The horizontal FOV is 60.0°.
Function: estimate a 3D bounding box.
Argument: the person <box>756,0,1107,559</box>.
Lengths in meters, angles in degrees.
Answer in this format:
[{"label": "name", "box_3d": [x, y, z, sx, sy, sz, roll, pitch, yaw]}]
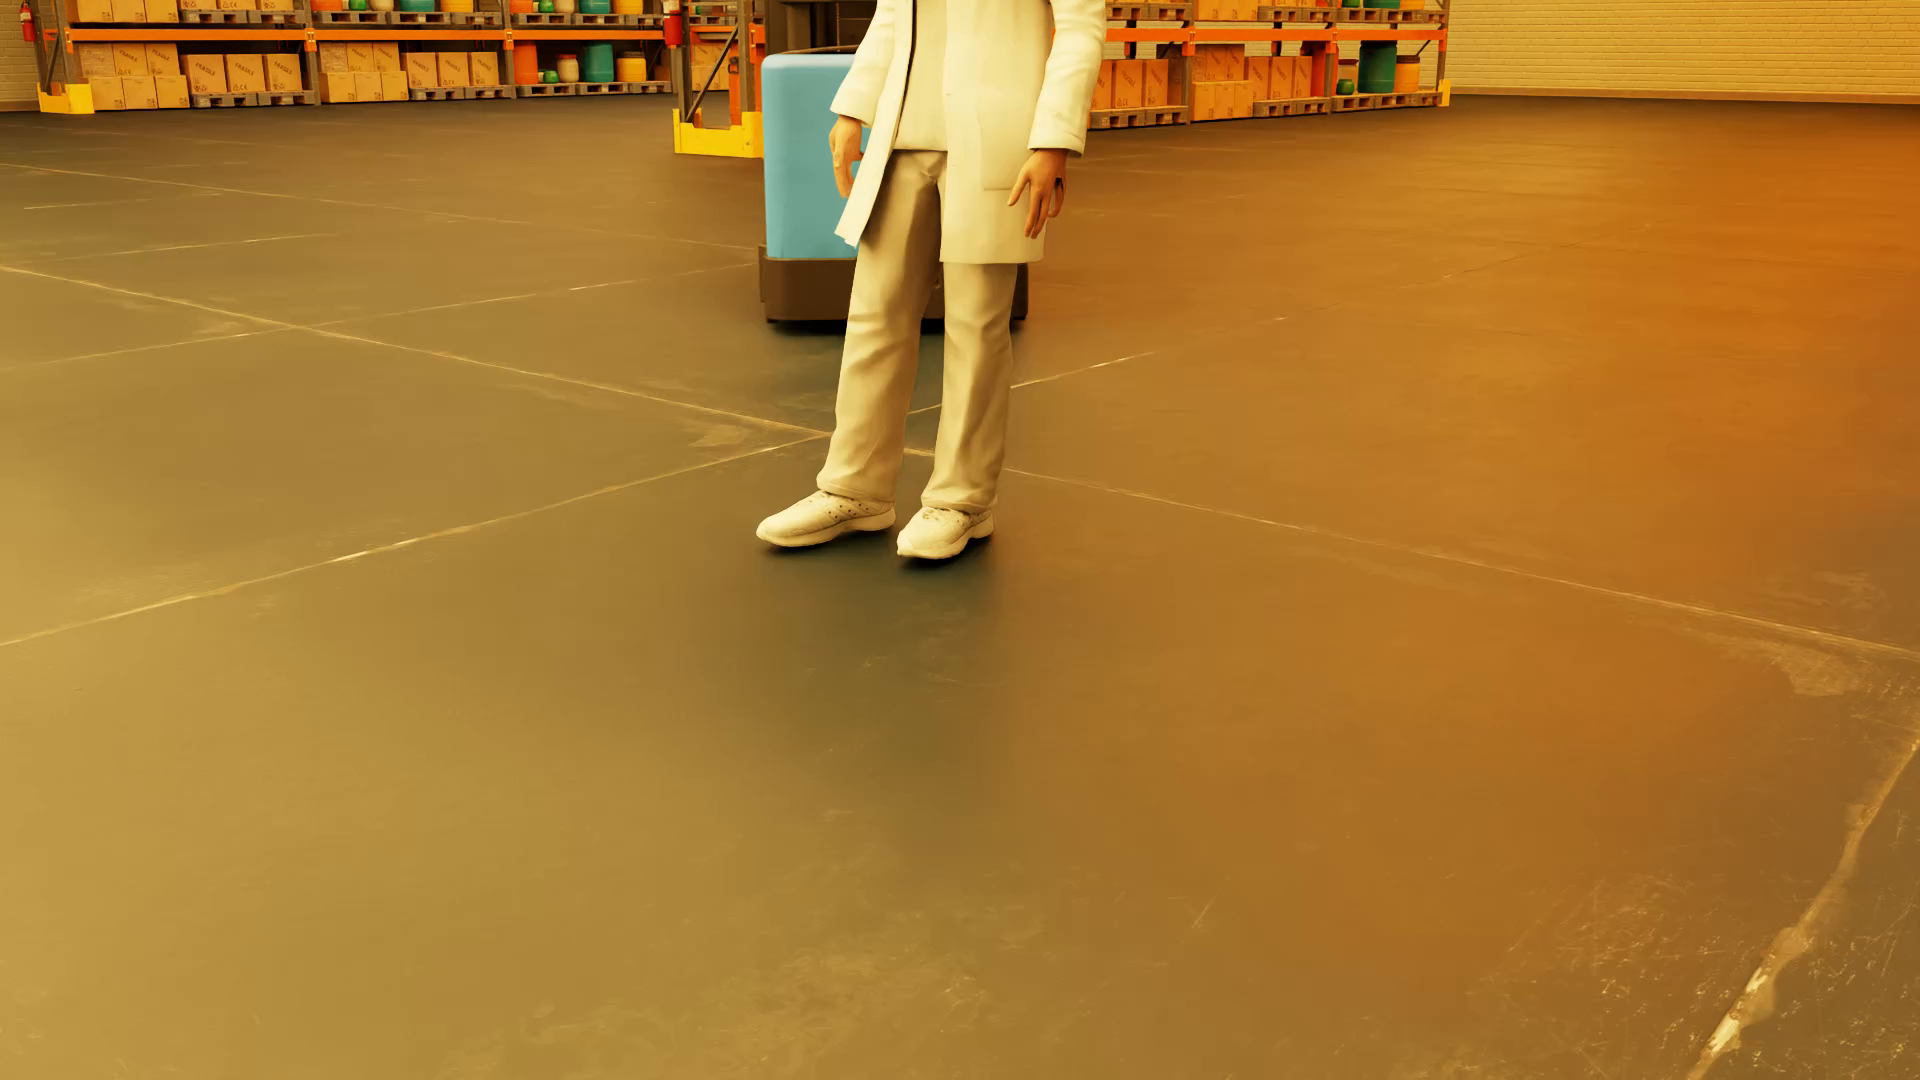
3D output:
[{"label": "person", "box_3d": [-0.061, -0.838, 3.618, 0.694, 1.775, 0.581, 13, 21, 37]}]

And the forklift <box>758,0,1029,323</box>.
[{"label": "forklift", "box_3d": [-0.348, -2.644, 7.604, 1.130, 2.935, 3.031, -1, 17, -4]}]
